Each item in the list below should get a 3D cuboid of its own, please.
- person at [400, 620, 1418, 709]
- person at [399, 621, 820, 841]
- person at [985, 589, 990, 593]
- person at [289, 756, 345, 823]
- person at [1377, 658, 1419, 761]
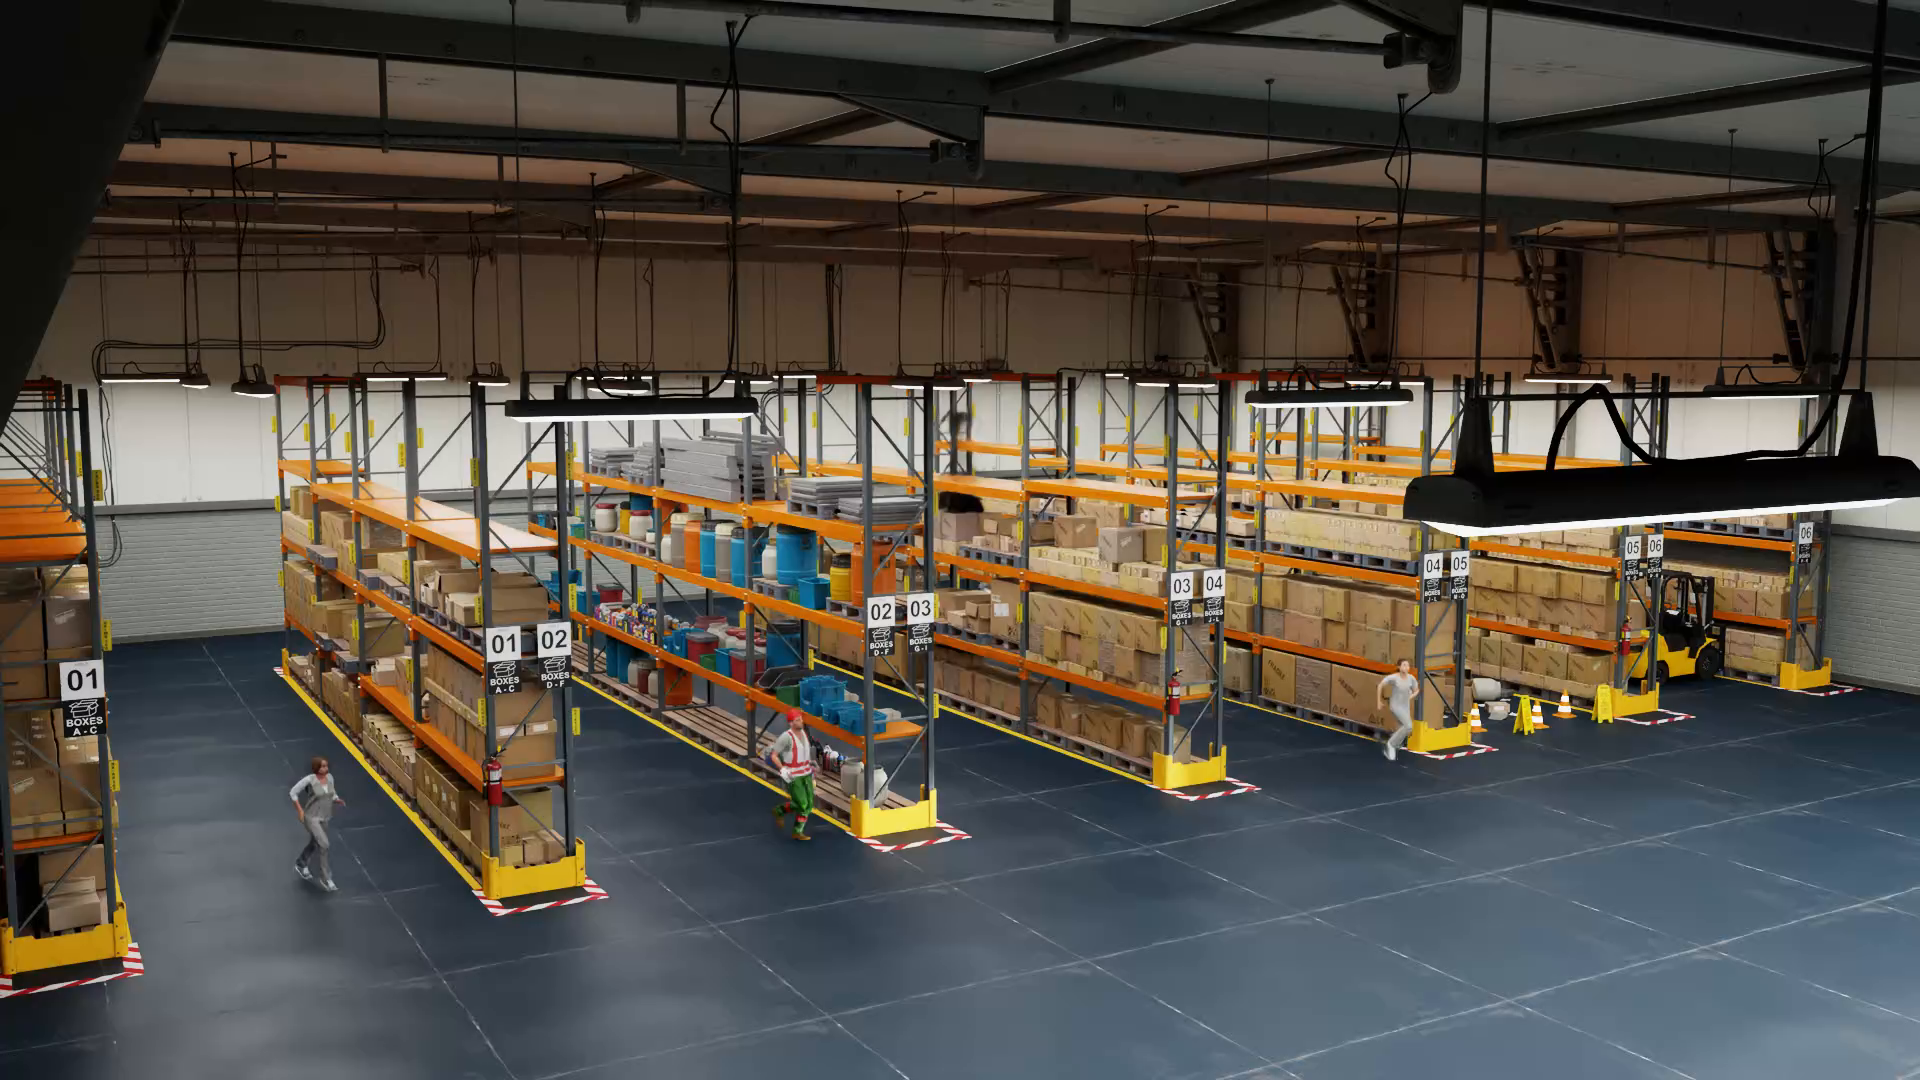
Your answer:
[{"bbox_3d":[-2.178,2.236,30.084,9.067,1.697,18.345,-6,8,-41],"label":"person"},{"bbox_3d":[-6.650,2.435,27.794,14.840,1.738,5.031,5,8,36],"label":"person"},{"bbox_3d":[0.711,1.018,41.887,0.500,1.493,0.666,5,8,39],"label":"person"},{"bbox_3d":[-7.596,2.967,19.819,0.590,0.801,0.474,3,7,25],"label":"person"},{"bbox_3d":[6.938,2.664,26.180,0.638,1.627,0.590,-4,7,-33],"label":"person"}]
